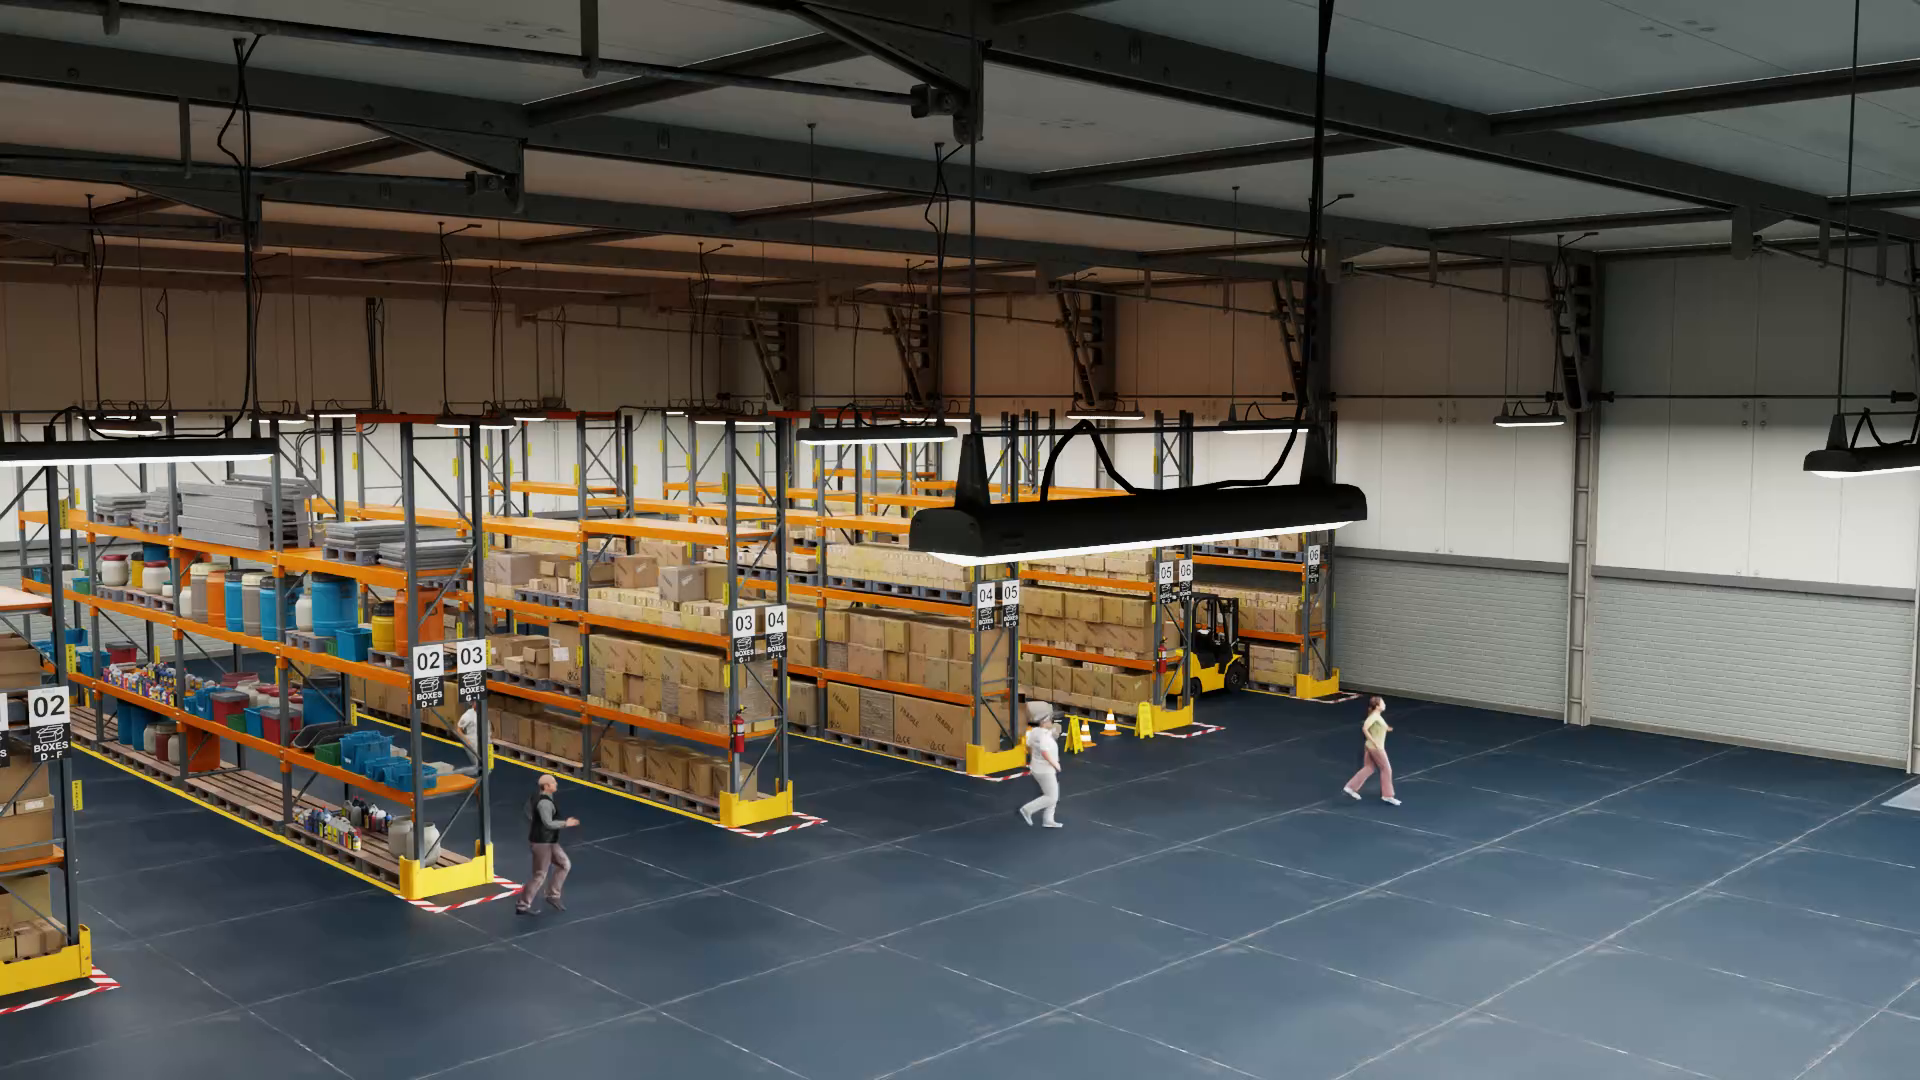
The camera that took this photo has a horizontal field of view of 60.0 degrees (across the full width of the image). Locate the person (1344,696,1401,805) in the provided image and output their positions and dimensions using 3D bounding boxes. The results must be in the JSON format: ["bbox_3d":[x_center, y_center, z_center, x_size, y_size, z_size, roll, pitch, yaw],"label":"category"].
[{"bbox_3d":[6.401,3.254,25.808,0.894,1.693,0.558,0,5,-1],"label":"person"}]

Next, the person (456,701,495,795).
[{"bbox_3d":[-7.627,3.242,26.315,0.551,1.614,0.607,3,6,30],"label":"person"}]

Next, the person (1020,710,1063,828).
[{"bbox_3d":[1.180,3.363,24.279,0.707,1.757,0.669,-1,5,-16],"label":"person"}]

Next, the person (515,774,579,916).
[{"bbox_3d":[-5.051,3.724,20.307,0.789,1.744,0.652,-2,5,-17],"label":"person"}]
